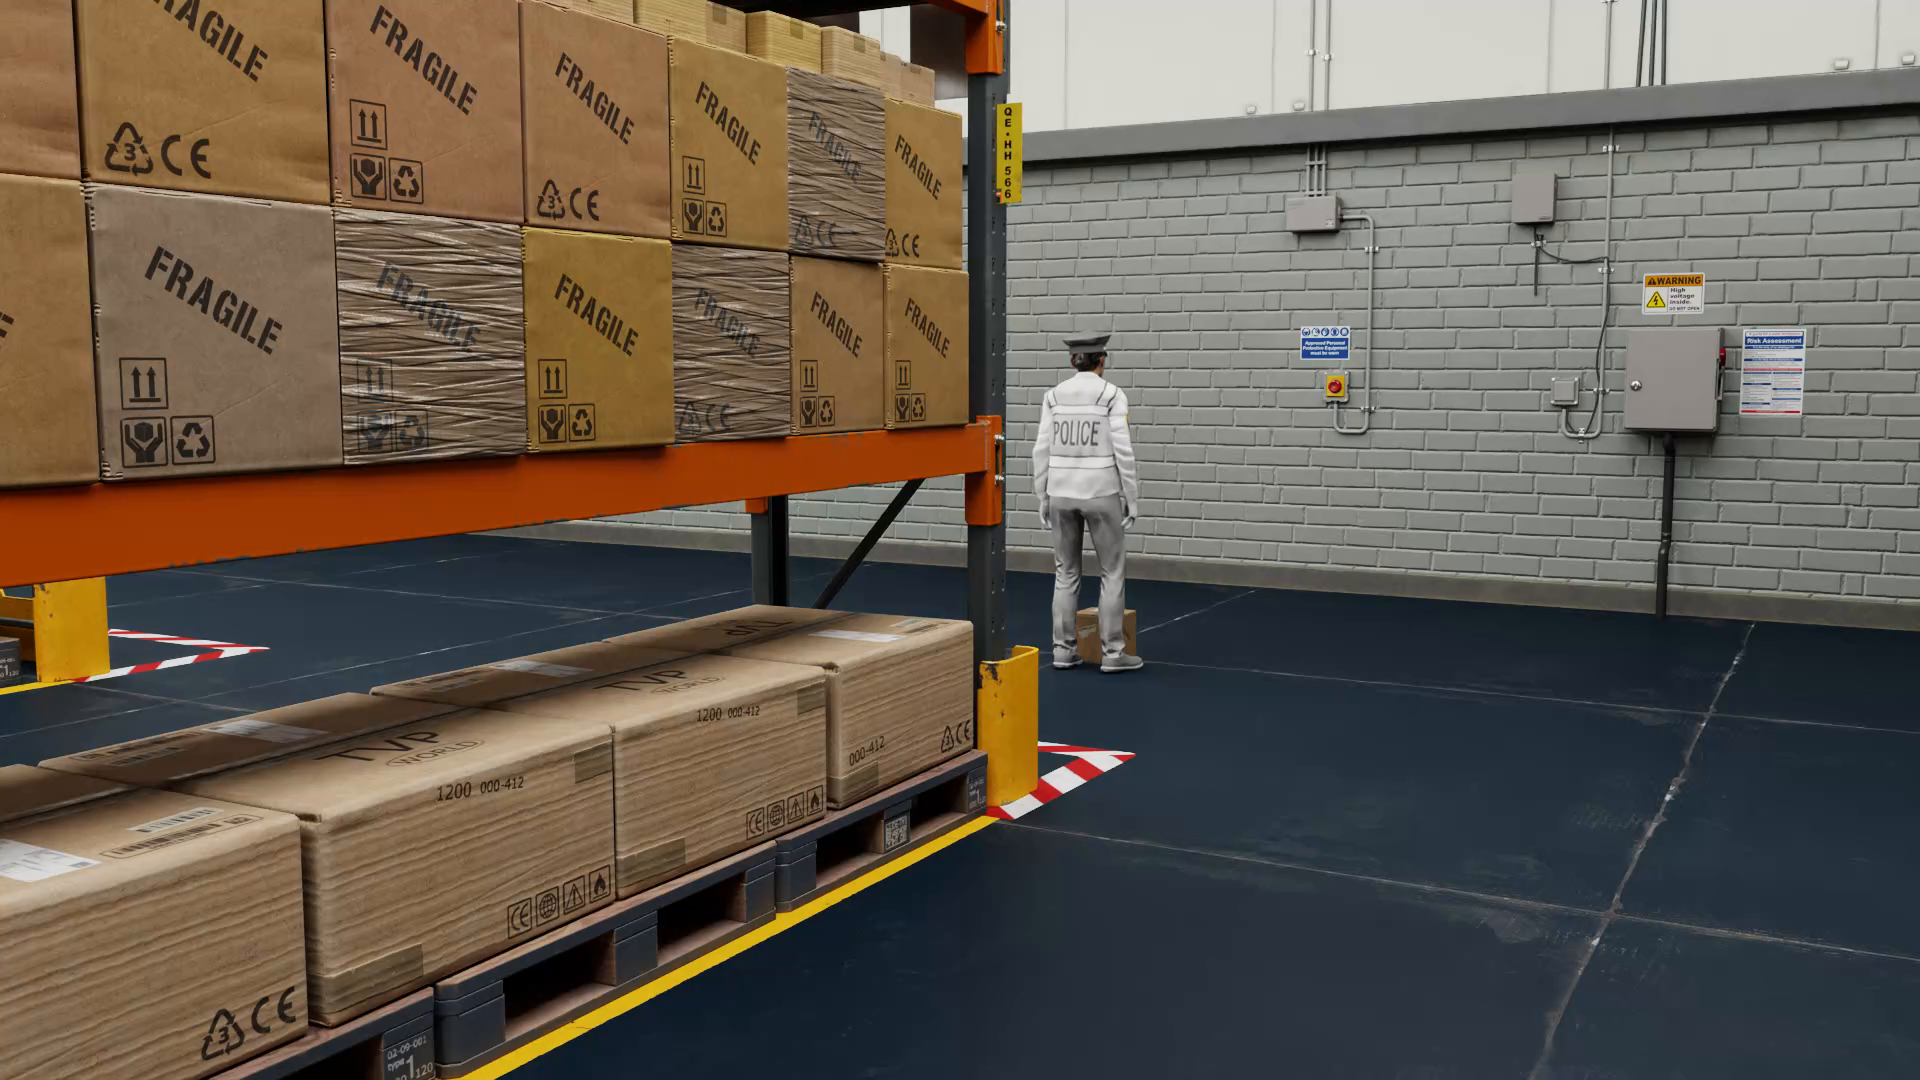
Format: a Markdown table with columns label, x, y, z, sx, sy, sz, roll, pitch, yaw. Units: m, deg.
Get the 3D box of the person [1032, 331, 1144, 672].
| label | x | y | z | sx | sy | sz | roll | pitch | yaw |
| --- | --- | --- | --- | --- | --- | --- | --- | --- | --- |
| person | 0.621 | -0.191 | 8.156 | 0.530 | 1.662 | 0.376 | 3 | 7 | 26 |
